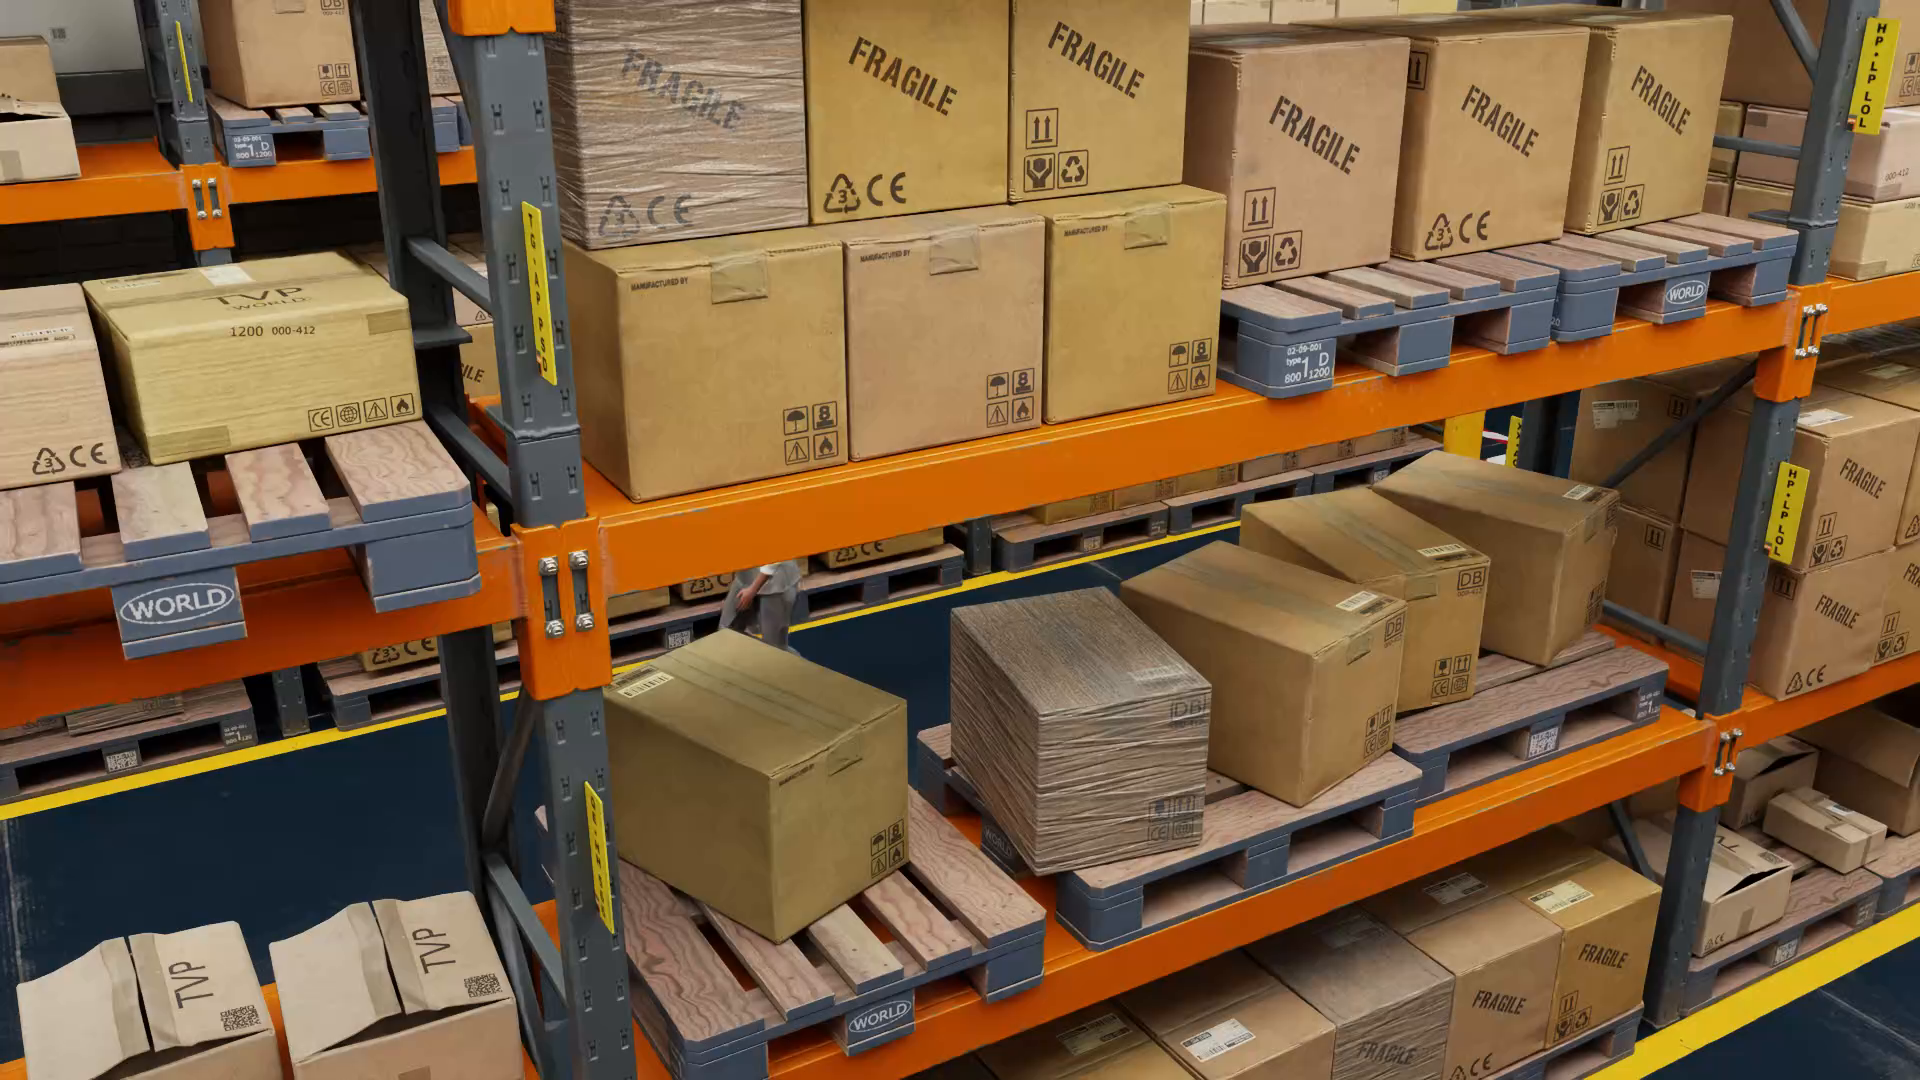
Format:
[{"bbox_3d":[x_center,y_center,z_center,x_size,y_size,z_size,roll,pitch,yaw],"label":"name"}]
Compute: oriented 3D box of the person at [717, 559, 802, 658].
[{"bbox_3d":[-0.960,0.194,8.193,0.529,1.535,0.565,-14,26,-31],"label":"person"}]
